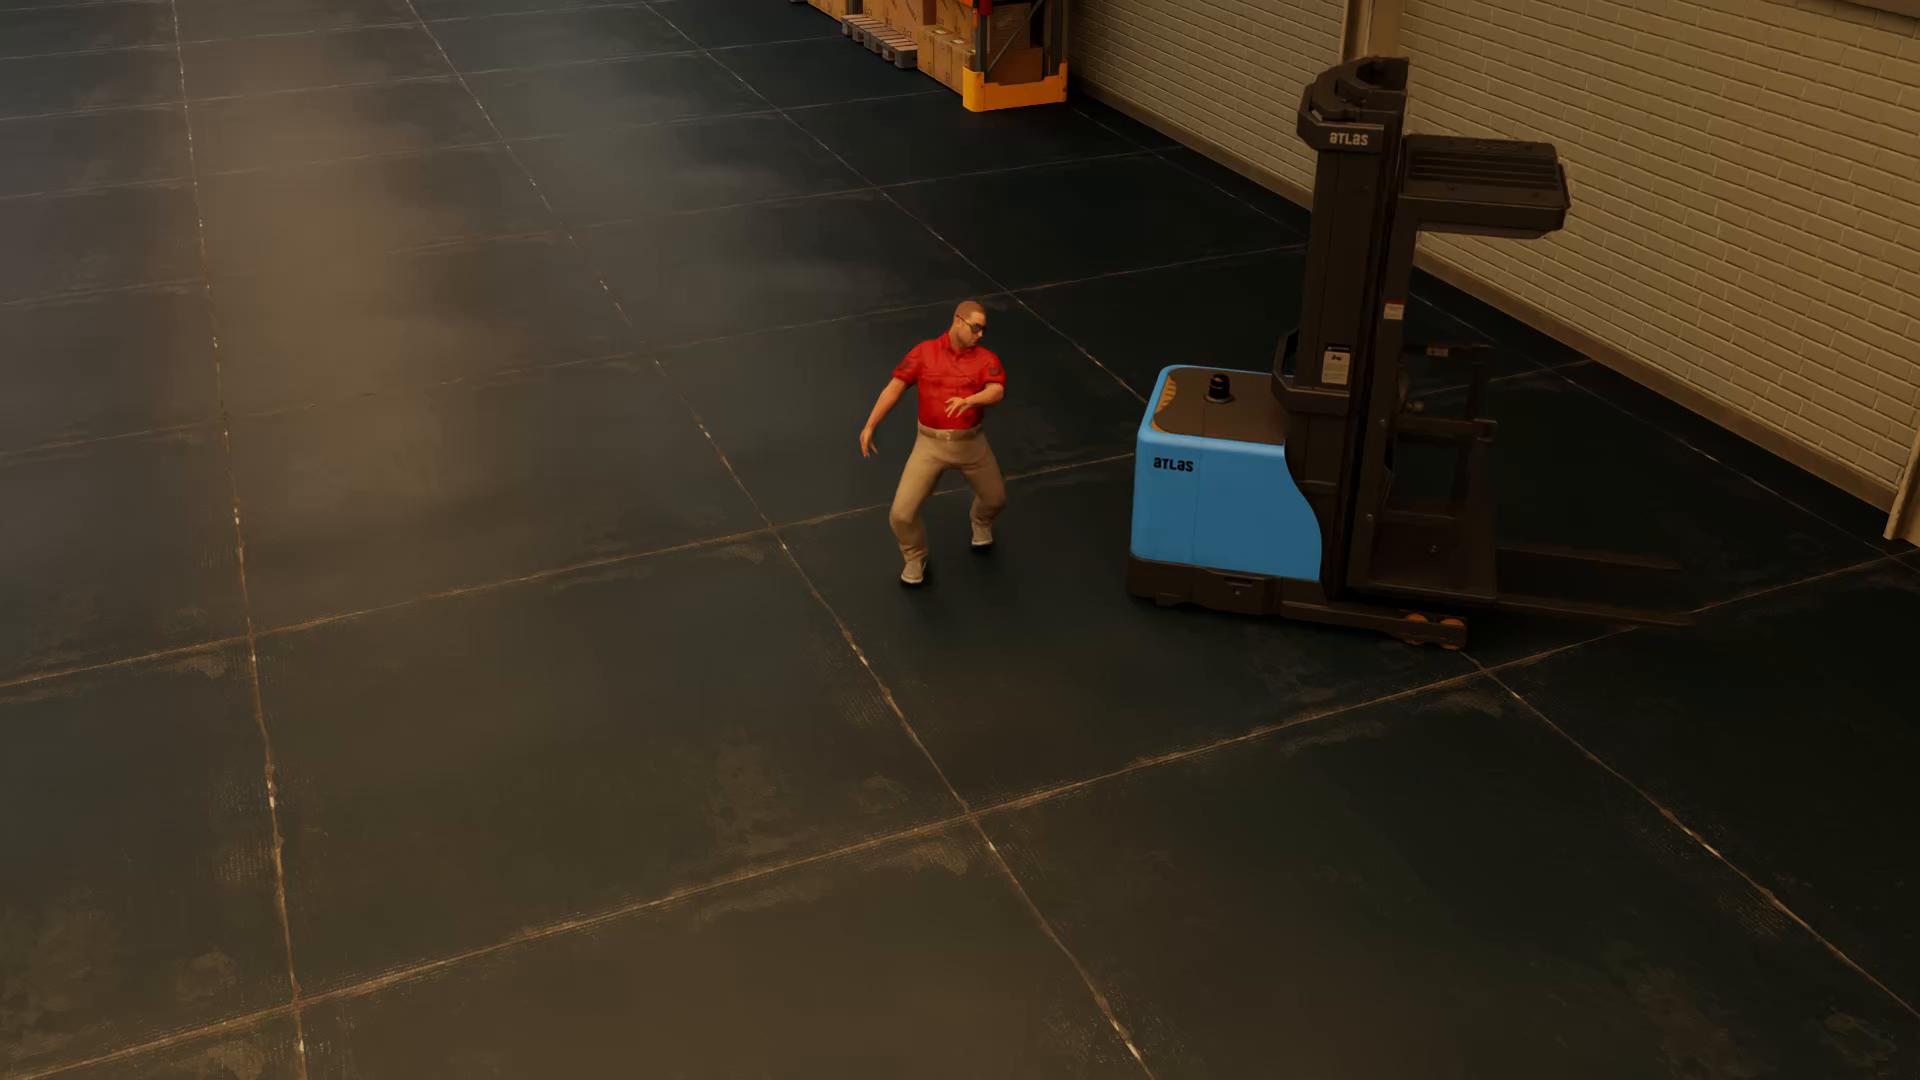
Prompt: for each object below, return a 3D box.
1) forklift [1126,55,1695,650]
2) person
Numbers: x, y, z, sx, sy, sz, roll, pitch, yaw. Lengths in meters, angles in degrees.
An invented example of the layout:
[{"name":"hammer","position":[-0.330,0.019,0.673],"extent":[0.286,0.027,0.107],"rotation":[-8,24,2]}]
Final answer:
[{"name":"forklift","position":[2.518,-0.969,8.814],"extent":[3.031,2.935,1.130],"rotation":[7,31,12]},{"name":"person","position":[-0.133,-0.517,9.379],"extent":[0.854,1.560,0.866],"rotation":[-6,30,-10]}]
